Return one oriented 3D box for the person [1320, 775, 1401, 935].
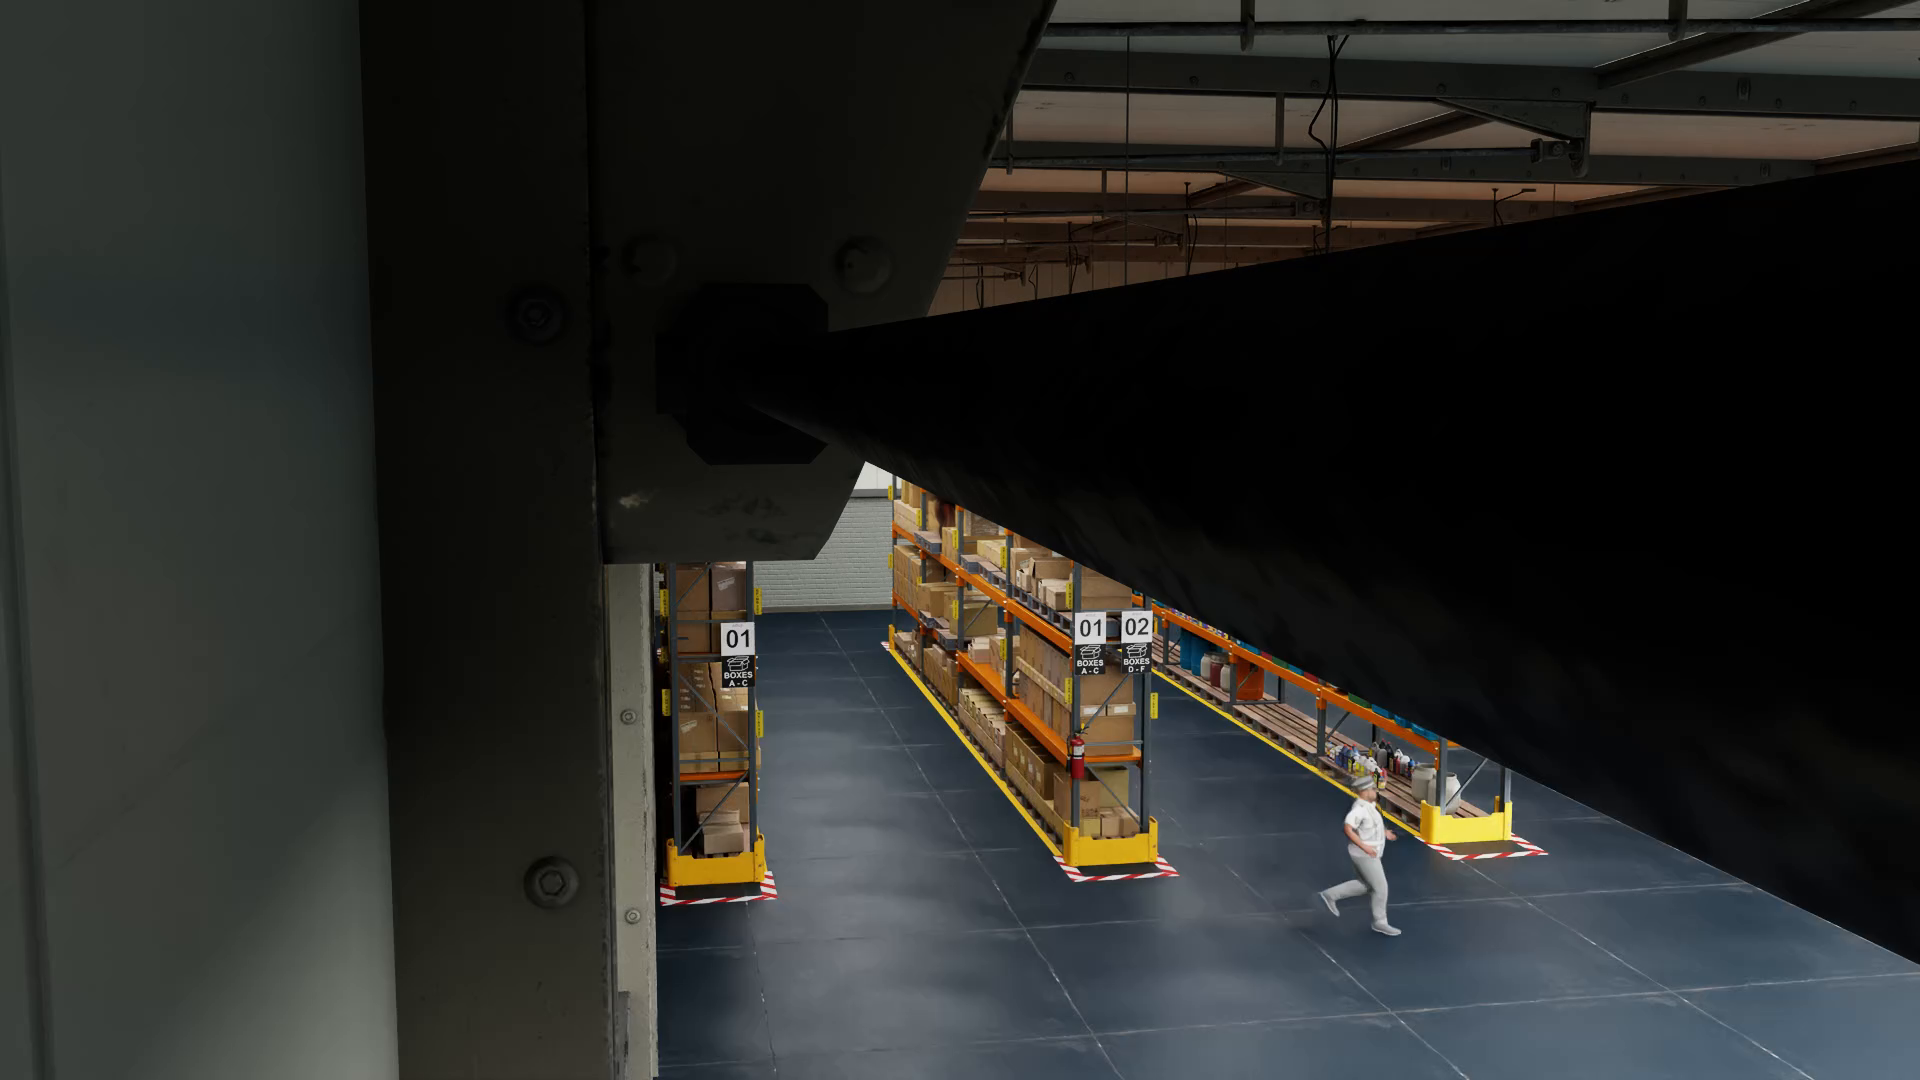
[{"bbox_3d":[4.454,3.480,18.438,0.895,1.779,0.663,1,6,13],"label":"person"}]
